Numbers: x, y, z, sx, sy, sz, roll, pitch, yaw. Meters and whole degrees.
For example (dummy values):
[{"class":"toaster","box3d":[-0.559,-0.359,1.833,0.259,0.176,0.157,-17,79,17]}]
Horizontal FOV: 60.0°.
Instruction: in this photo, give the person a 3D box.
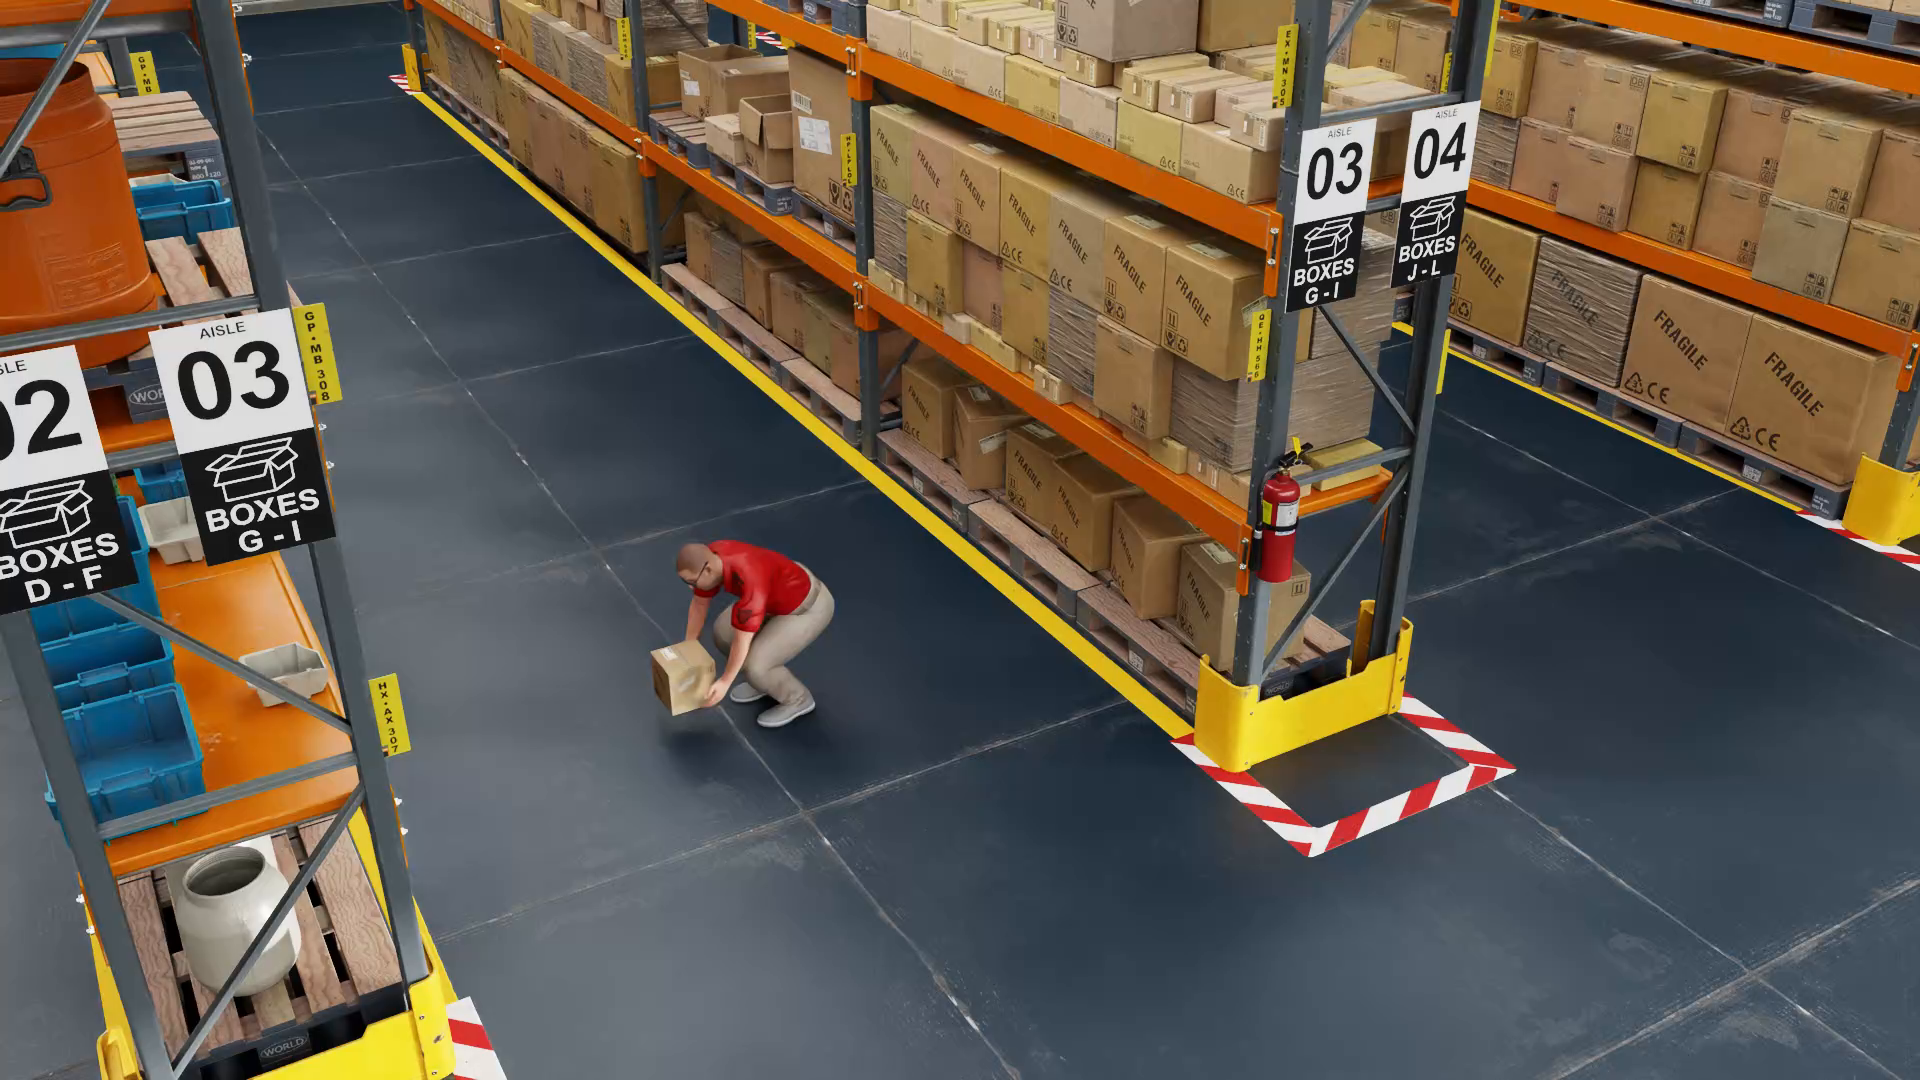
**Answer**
[{"class":"person","box3d":[-1.036,0.420,8.469,0.833,1.106,0.568,-16,33,-26]}]
